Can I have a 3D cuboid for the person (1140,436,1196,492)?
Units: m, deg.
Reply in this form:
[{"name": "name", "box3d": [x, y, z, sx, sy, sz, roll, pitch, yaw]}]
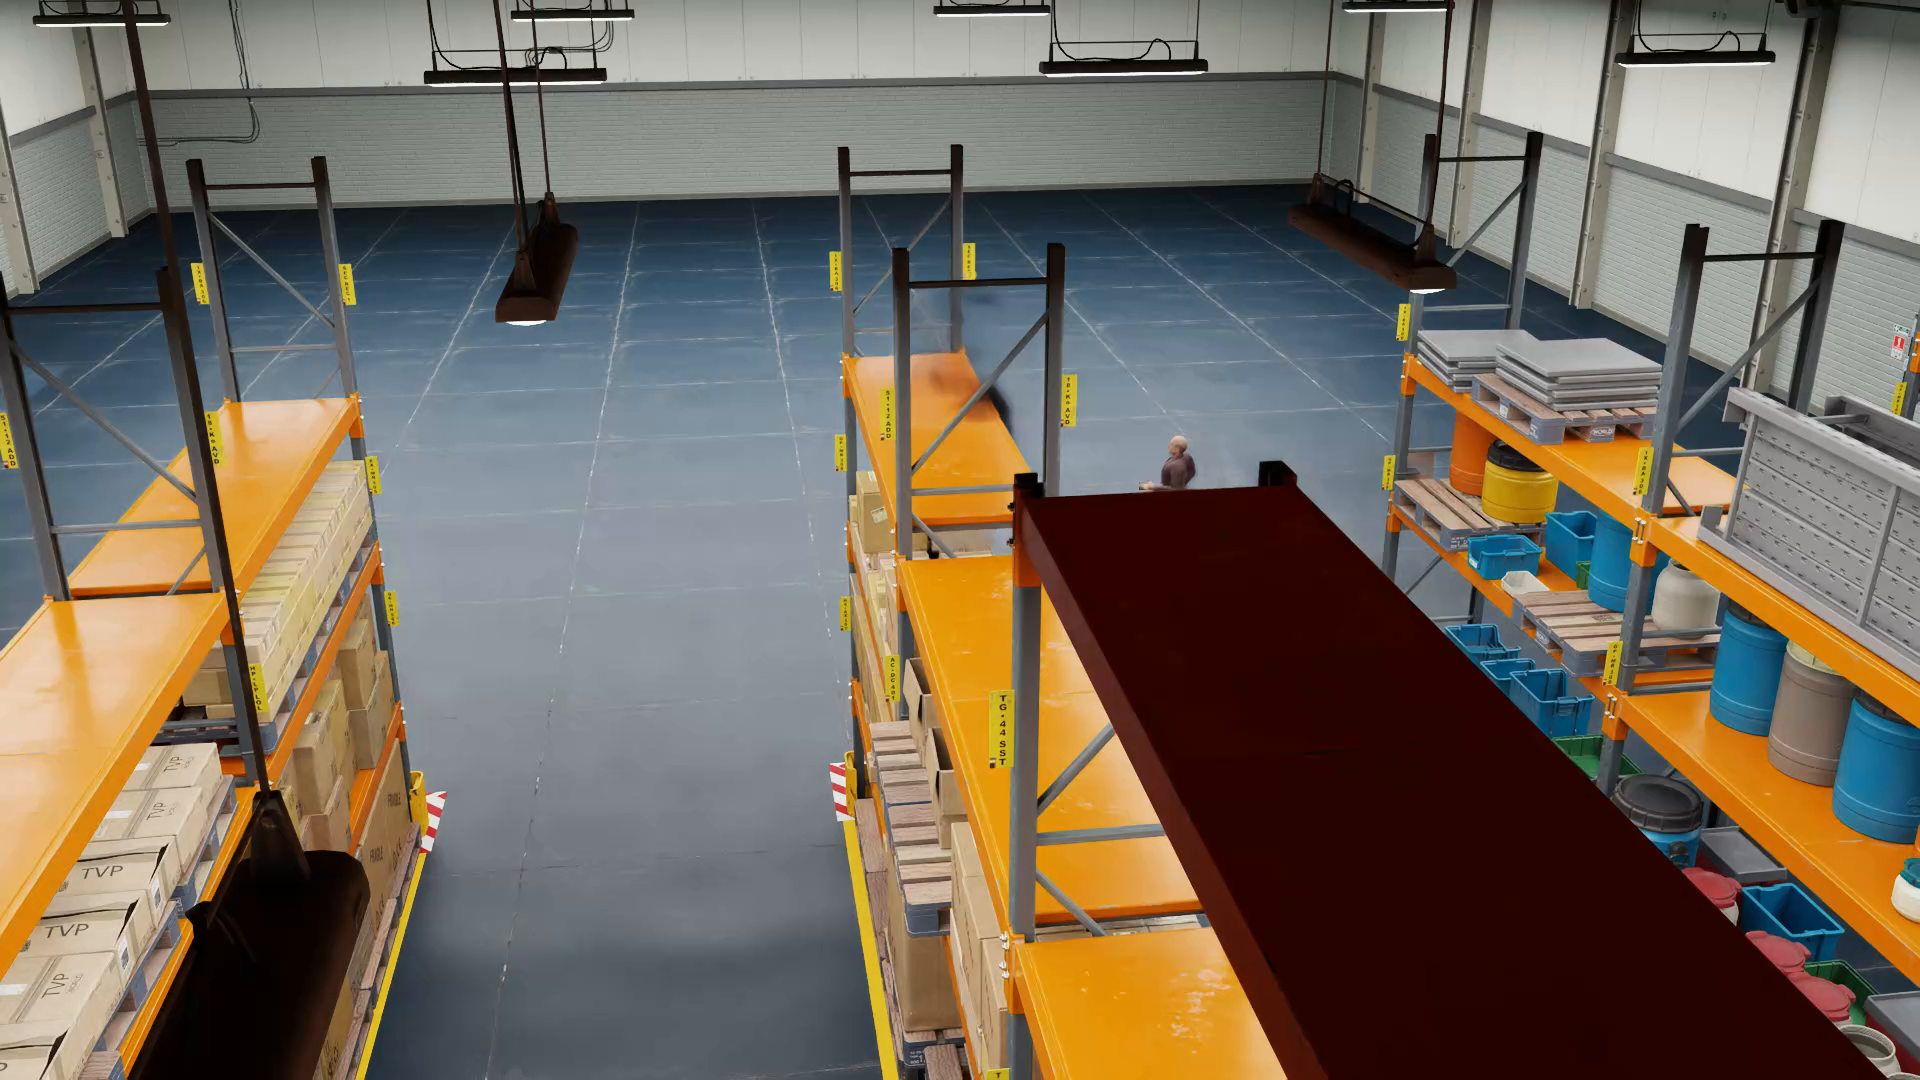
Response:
[{"name": "person", "box3d": [2.540, -0.457, 20.415, 0.642, 1.745, 0.695, 5, 22, 11]}]
